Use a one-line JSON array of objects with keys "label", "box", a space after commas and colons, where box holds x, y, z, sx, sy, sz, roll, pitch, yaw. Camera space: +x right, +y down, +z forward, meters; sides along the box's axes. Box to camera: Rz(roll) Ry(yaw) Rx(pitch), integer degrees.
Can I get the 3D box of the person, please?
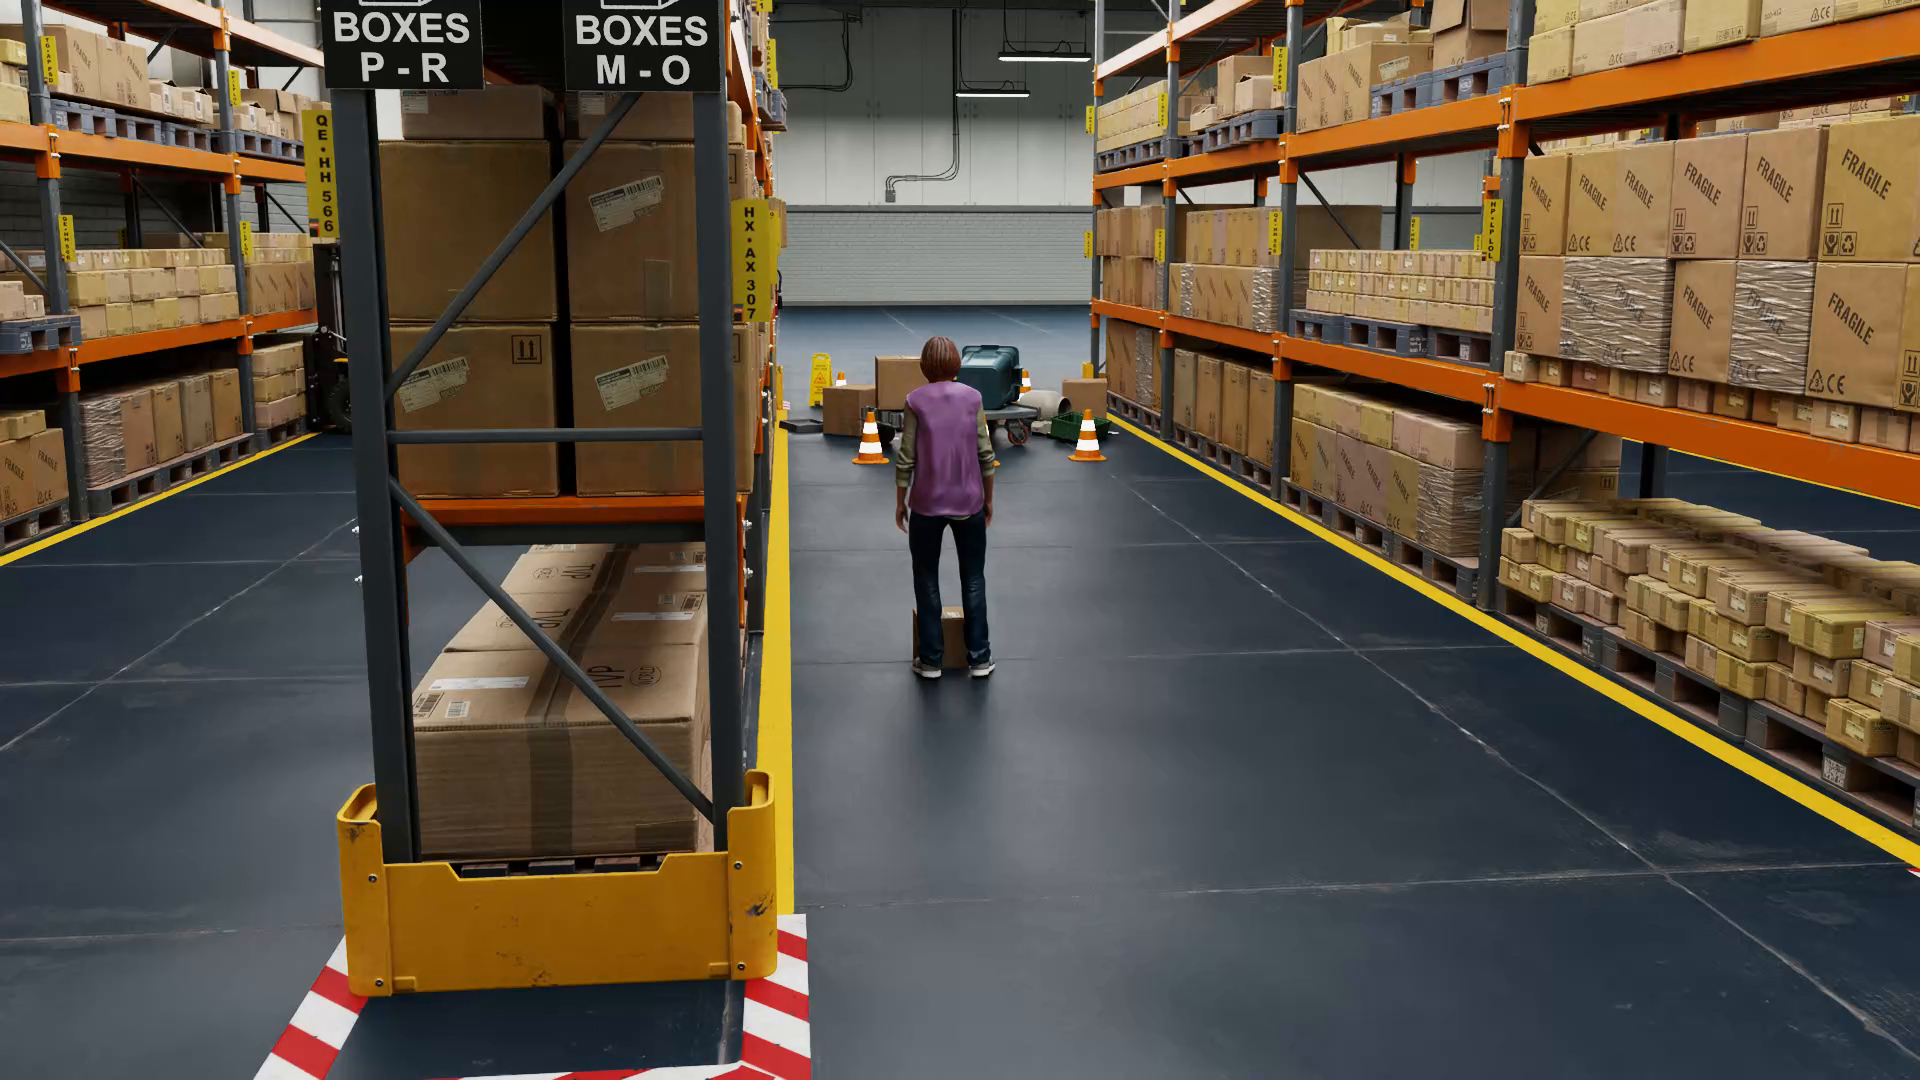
[{"label": "person", "box": [-0.062, -0.144, 7.738, 0.482, 1.594, 0.341, -2, 10, -8]}]
